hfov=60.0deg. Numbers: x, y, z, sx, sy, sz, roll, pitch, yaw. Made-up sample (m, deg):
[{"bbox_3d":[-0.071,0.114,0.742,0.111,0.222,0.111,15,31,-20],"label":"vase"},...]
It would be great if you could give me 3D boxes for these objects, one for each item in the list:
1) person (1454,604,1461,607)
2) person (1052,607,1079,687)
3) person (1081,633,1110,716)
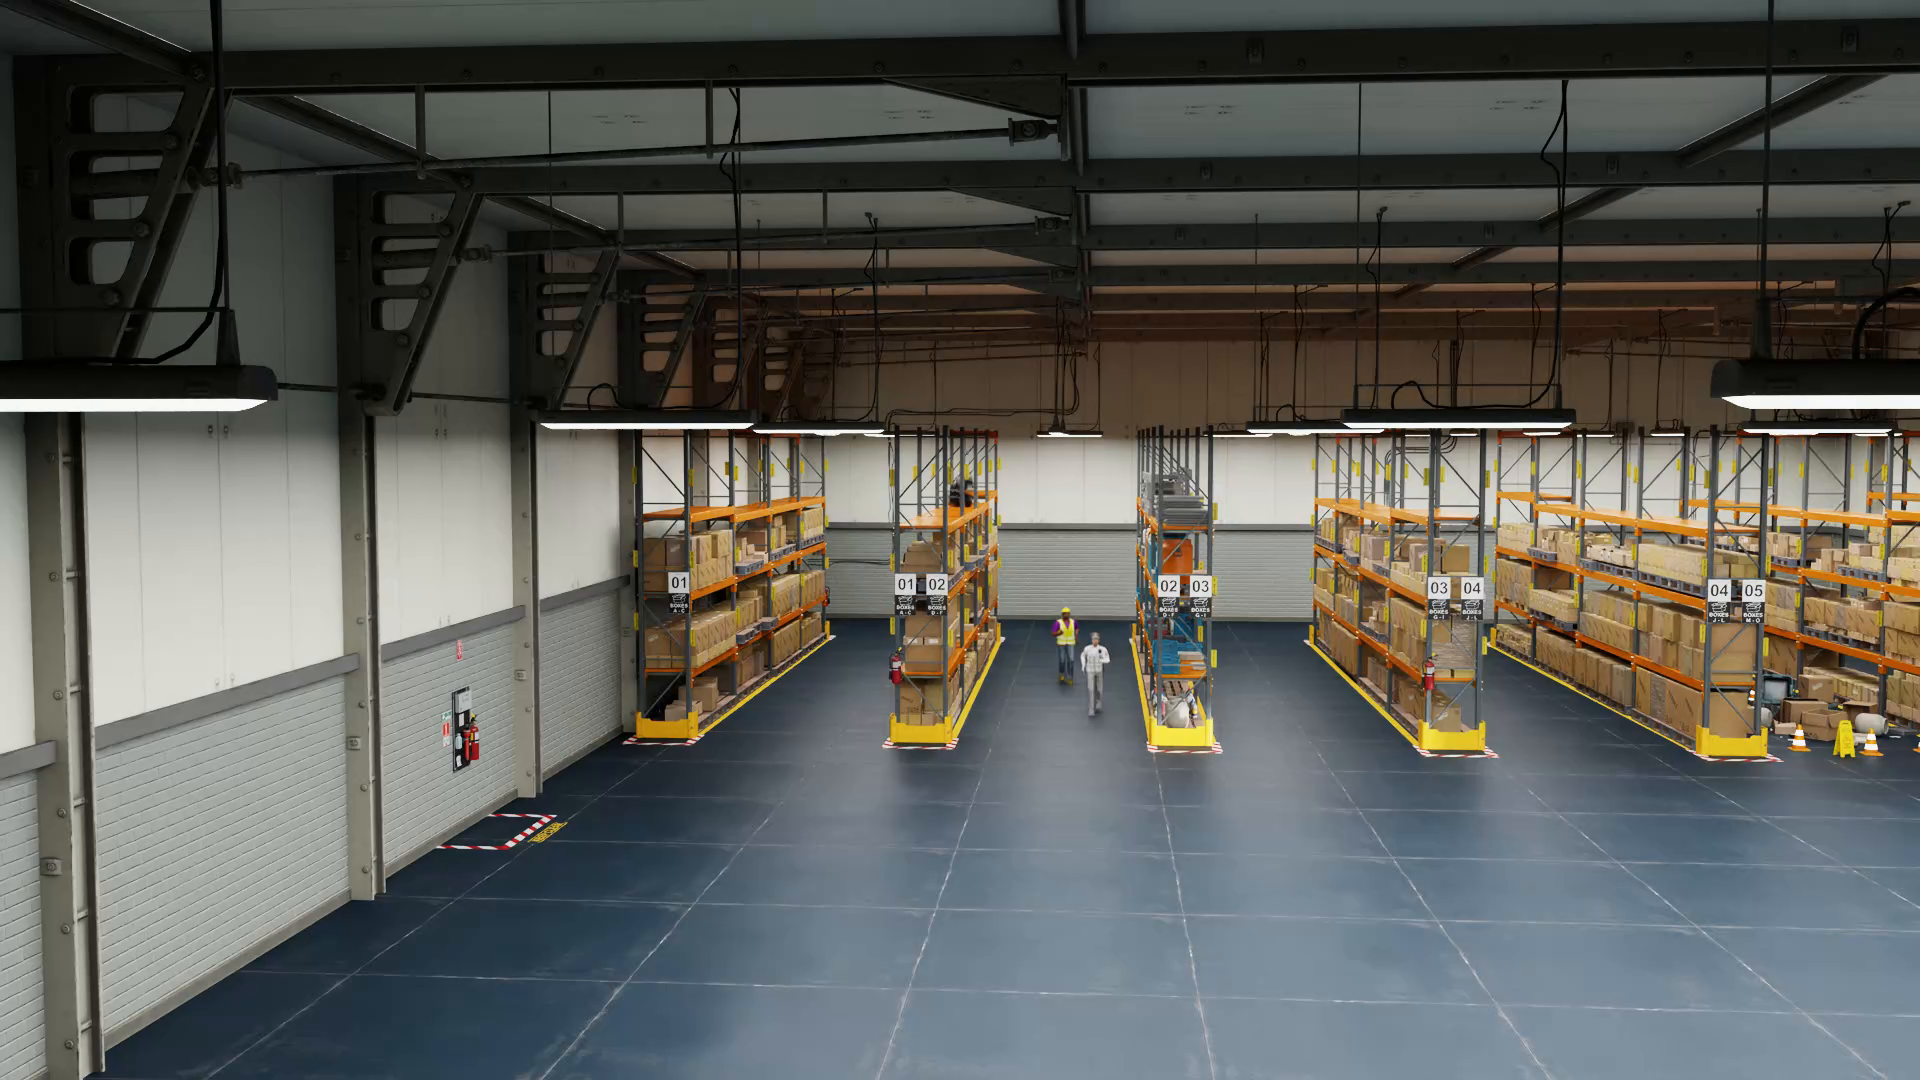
[{"bbox_3d":[13.494,2.212,44.701,0.606,1.717,0.812,0,3,2],"label":"person"},{"bbox_3d":[2.474,2.483,38.957,0.672,1.808,0.815,0,3,-5],"label":"person"},{"bbox_3d":[2.824,2.766,34.746,0.610,1.687,0.936,0,3,6],"label":"person"}]
